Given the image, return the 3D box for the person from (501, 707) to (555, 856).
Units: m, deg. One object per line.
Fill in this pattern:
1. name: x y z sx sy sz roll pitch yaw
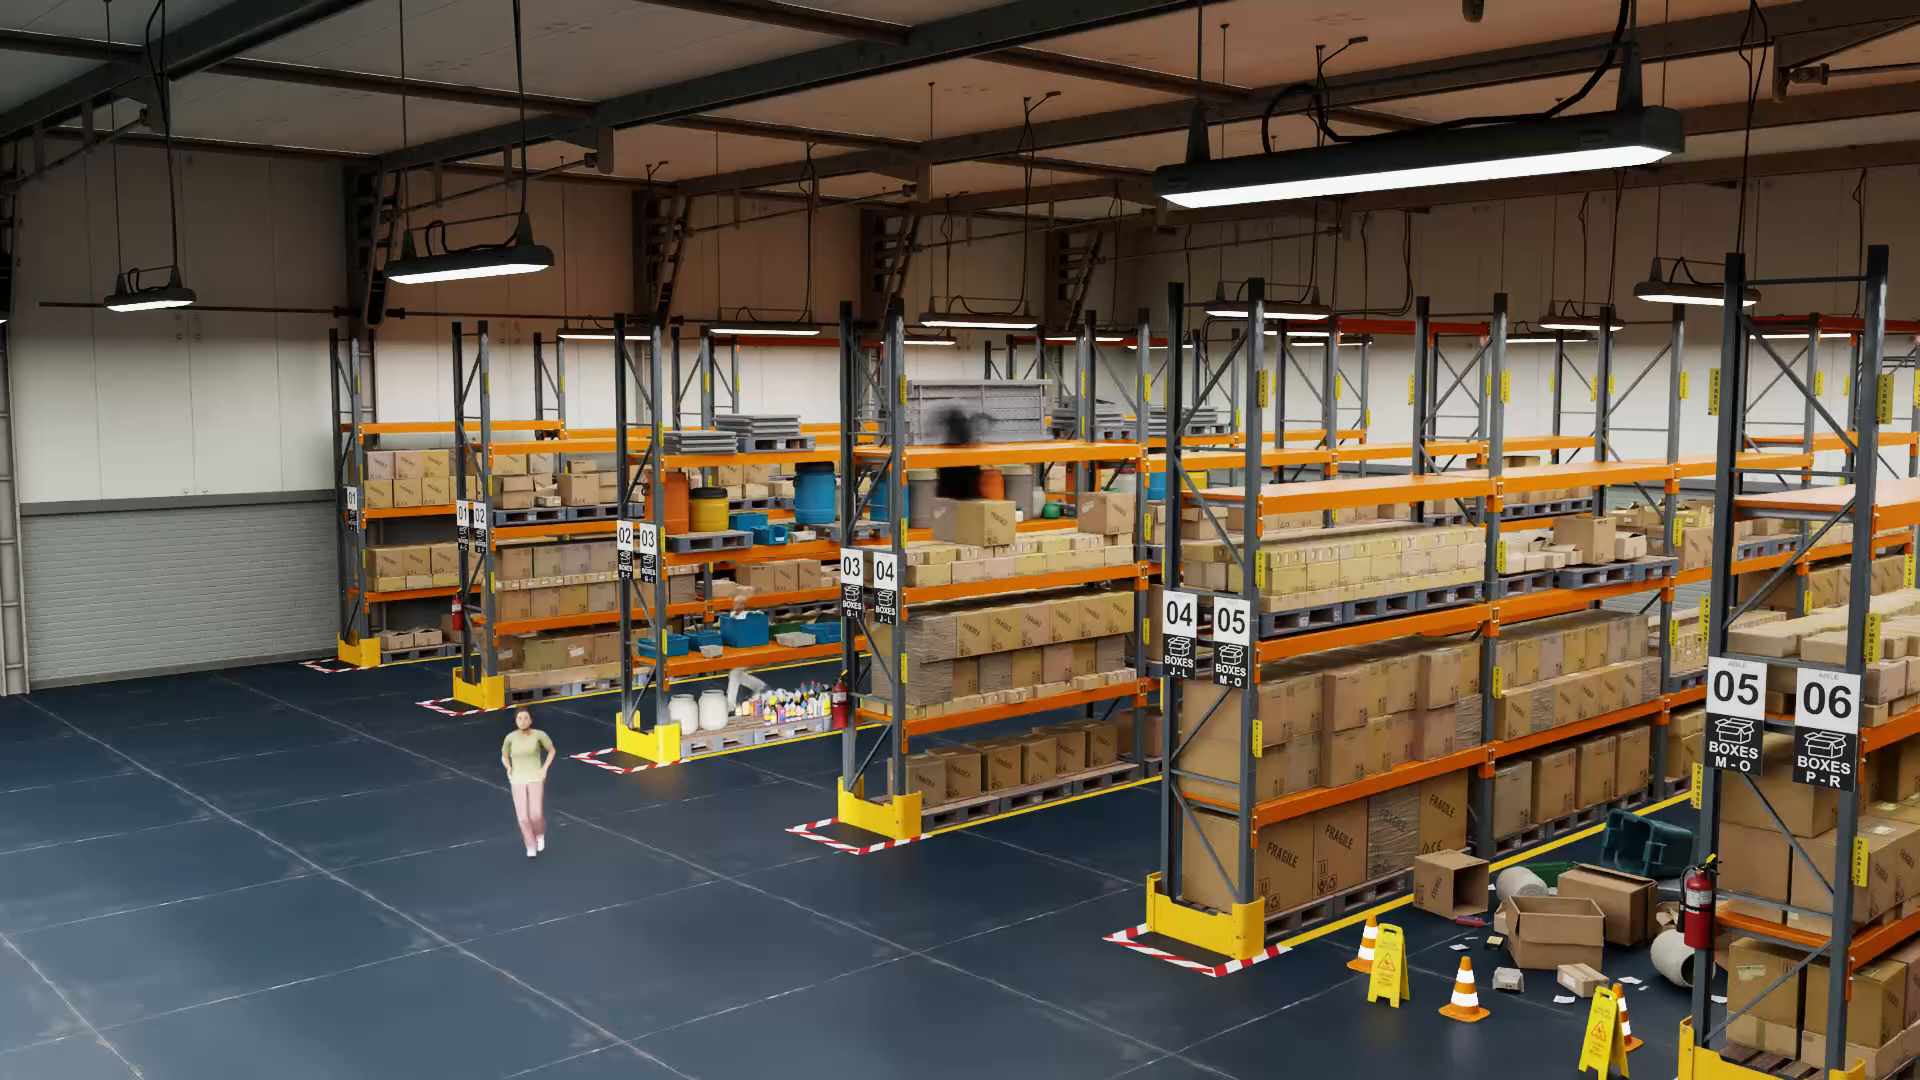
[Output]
1. person: -4.625 2.601 17.767 0.556 1.612 0.520 -1 6 -6

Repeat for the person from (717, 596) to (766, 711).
1. person: -3.386 1.783 25.627 0.712 1.689 1.037 5 8 44
